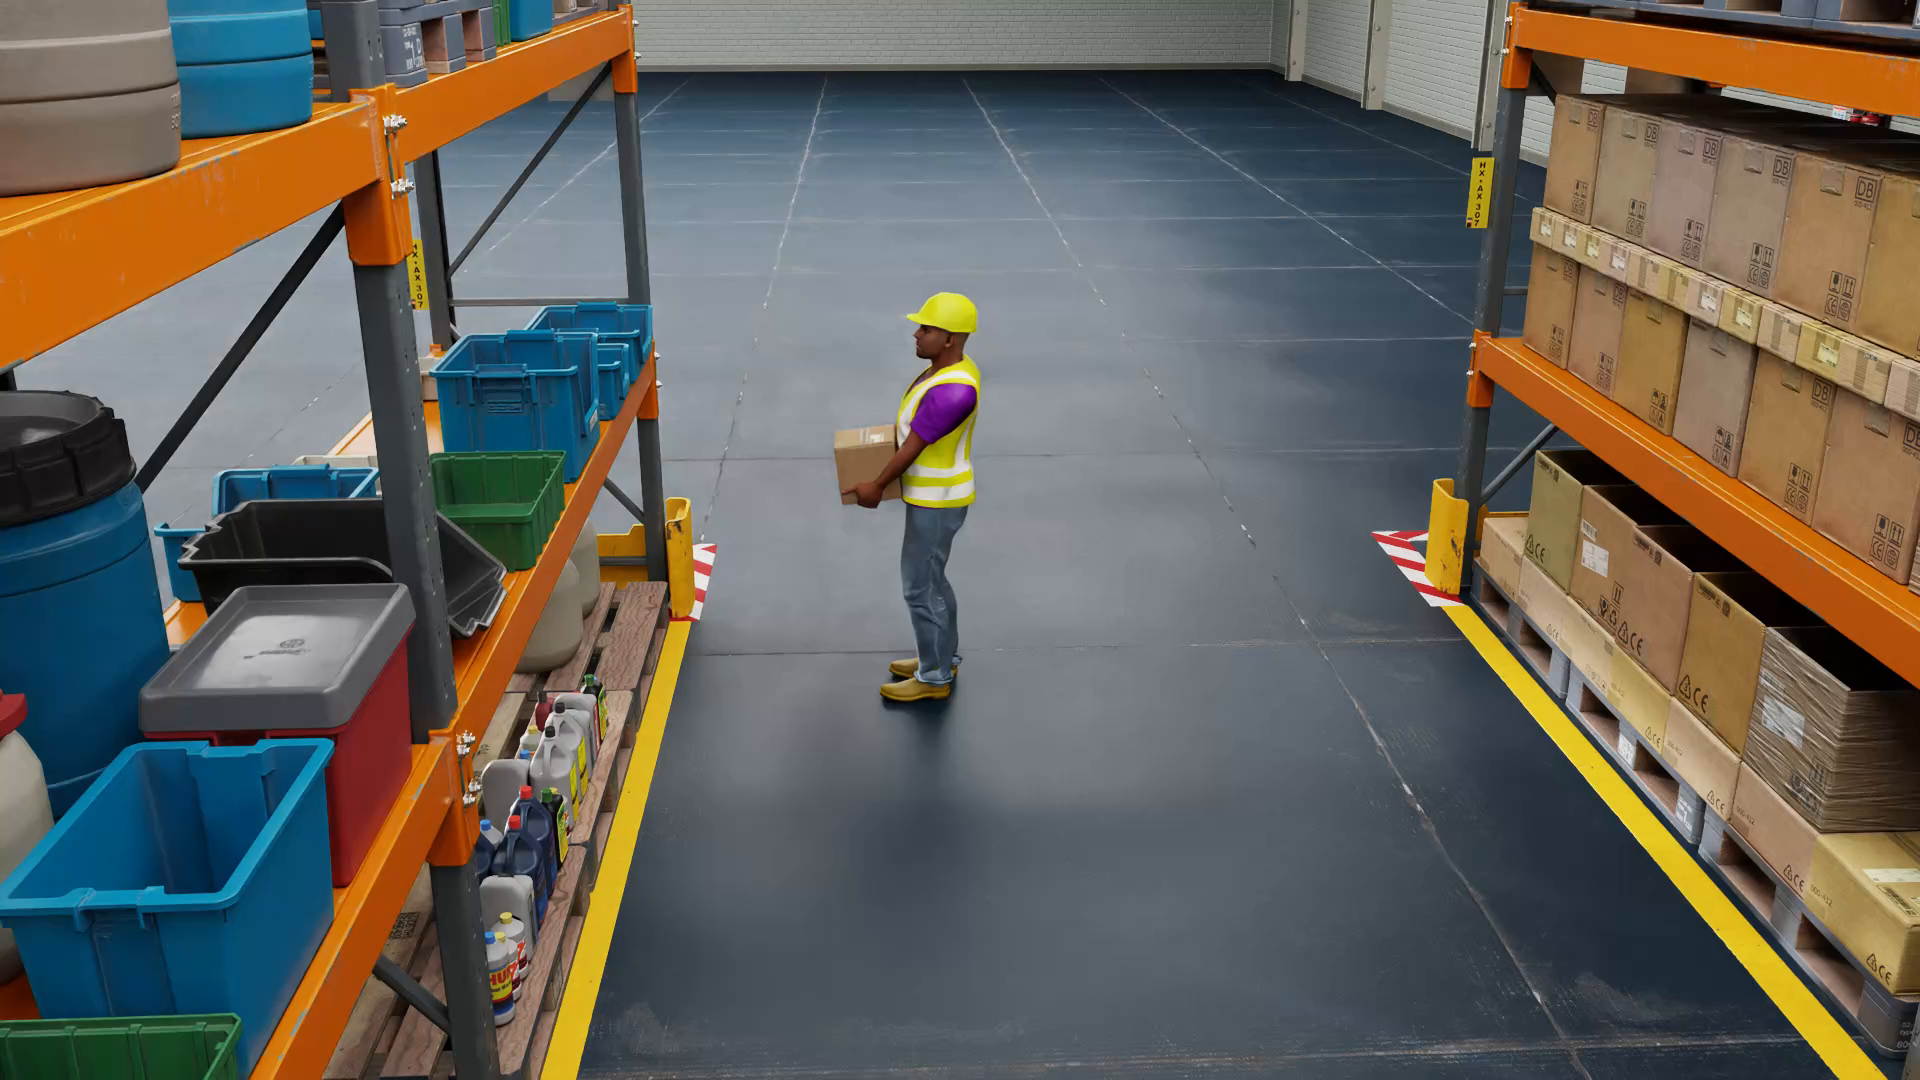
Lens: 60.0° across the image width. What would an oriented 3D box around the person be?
[{"bbox_3d":[-0.129,-0.172,7.017,0.461,1.759,0.629,-2,20,-6],"label":"person"}]
